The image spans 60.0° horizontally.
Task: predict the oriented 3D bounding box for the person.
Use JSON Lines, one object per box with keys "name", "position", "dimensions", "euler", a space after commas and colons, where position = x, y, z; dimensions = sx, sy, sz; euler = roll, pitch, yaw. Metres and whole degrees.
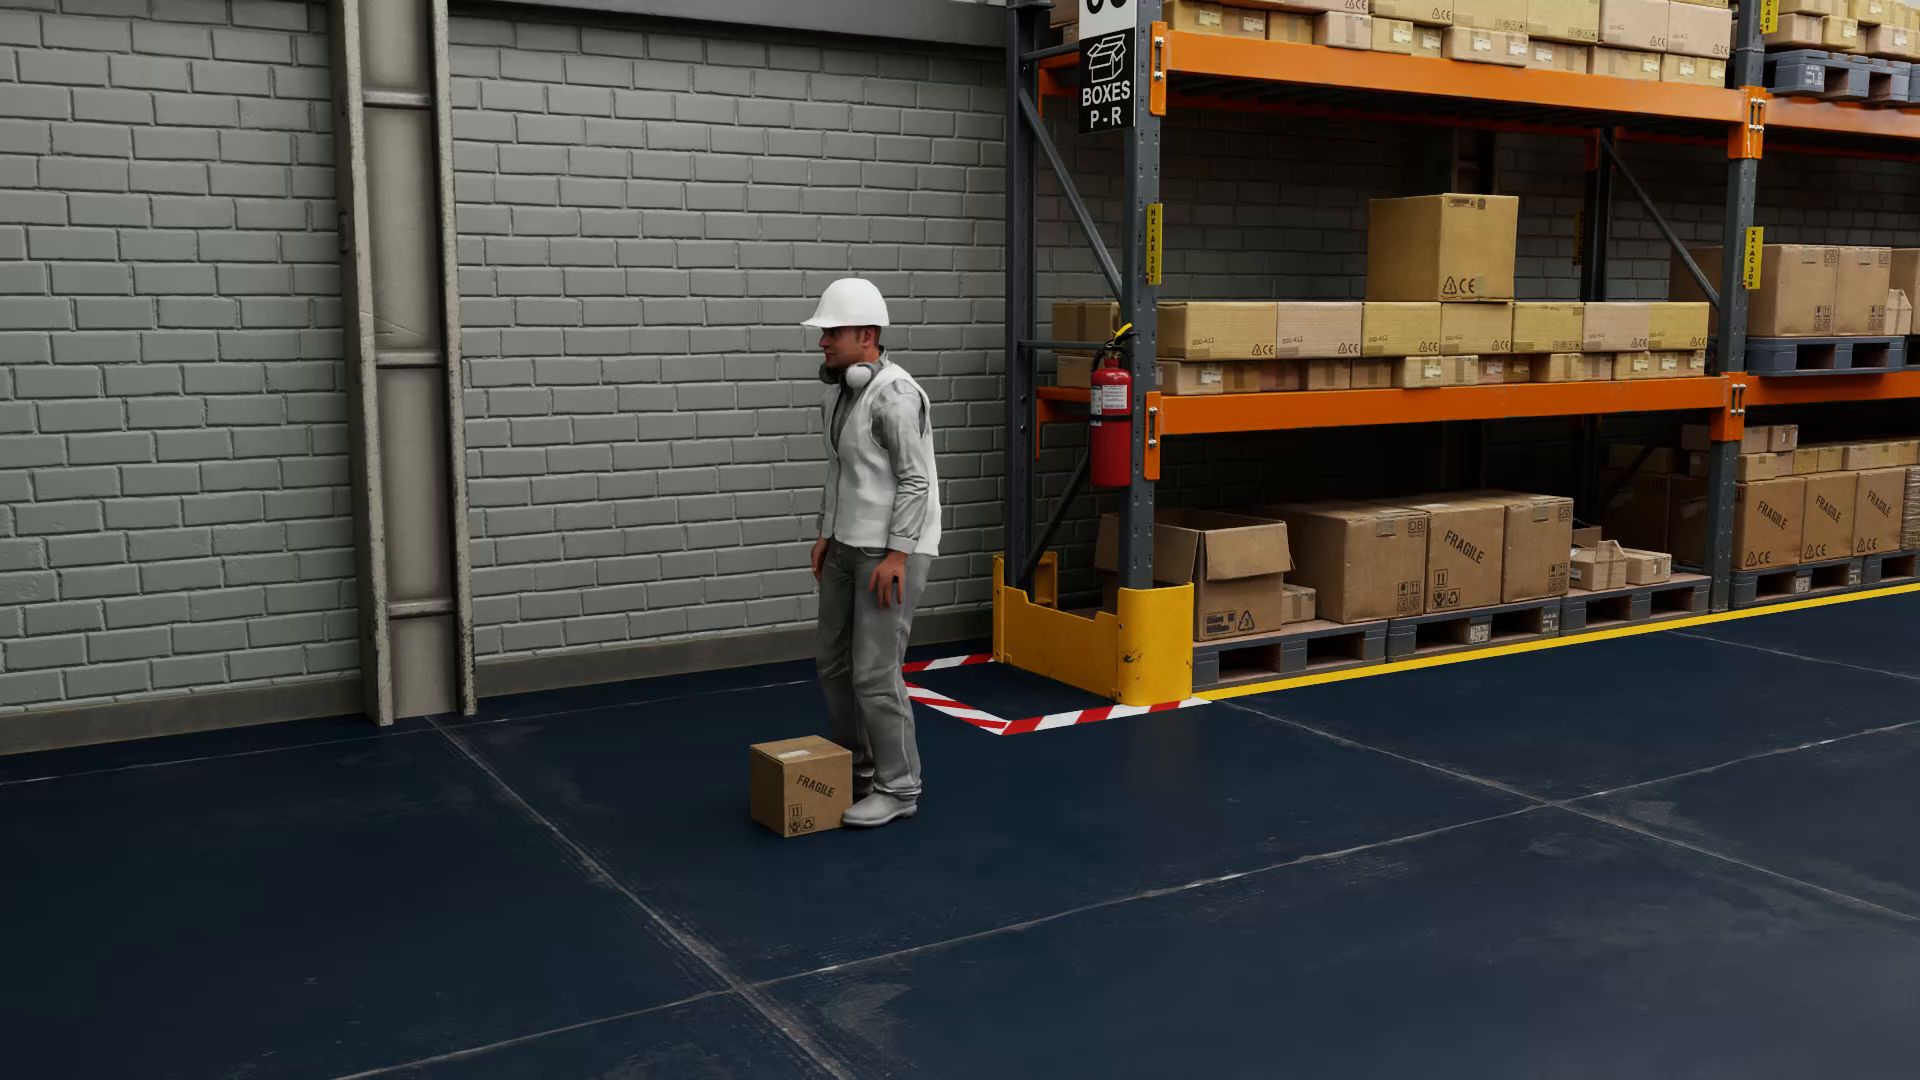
{"name": "person", "position": [-0.307, 0.032, 5.501], "dimensions": [0.460, 1.772, 0.581], "euler": [-5, 9, -31]}
